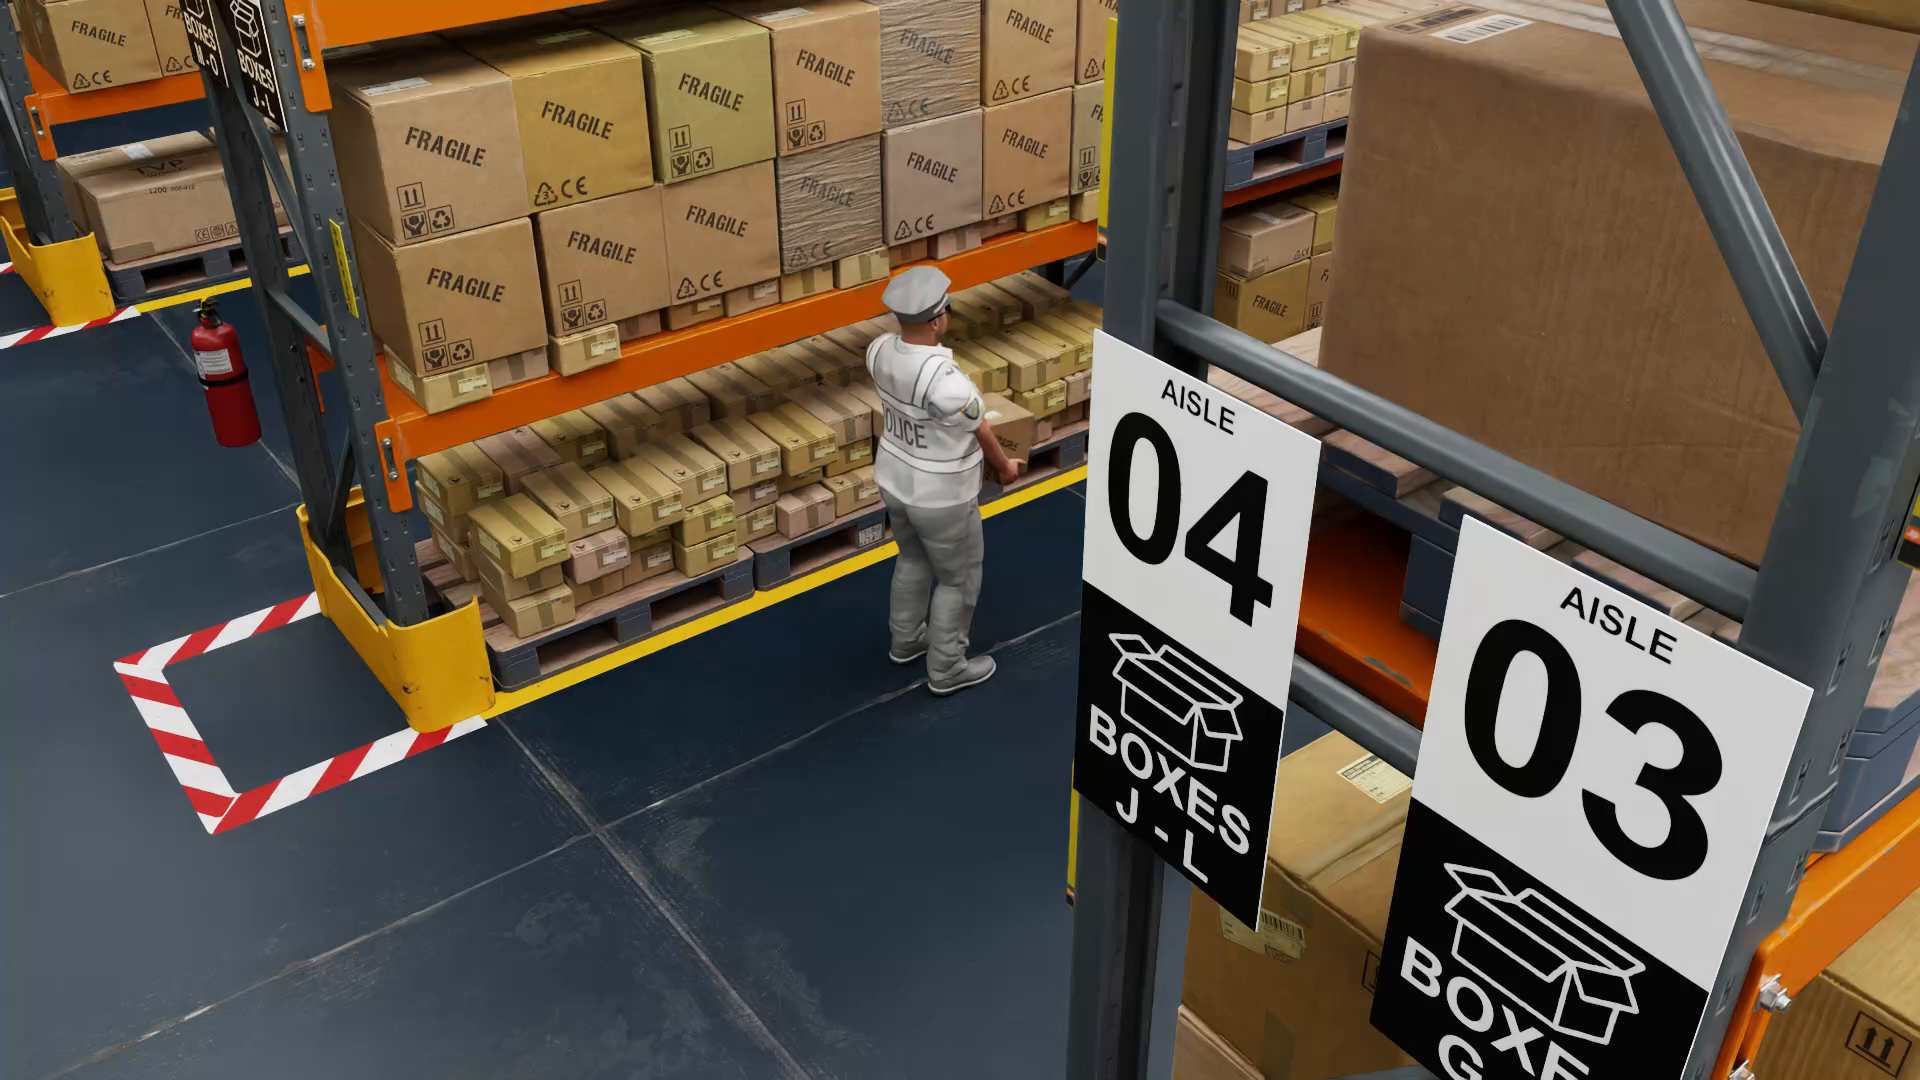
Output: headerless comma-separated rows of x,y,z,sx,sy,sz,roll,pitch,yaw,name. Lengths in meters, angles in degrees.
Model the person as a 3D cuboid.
-0.054,-0.249,6.515,0.567,1.772,0.490,-23,39,-32,person
